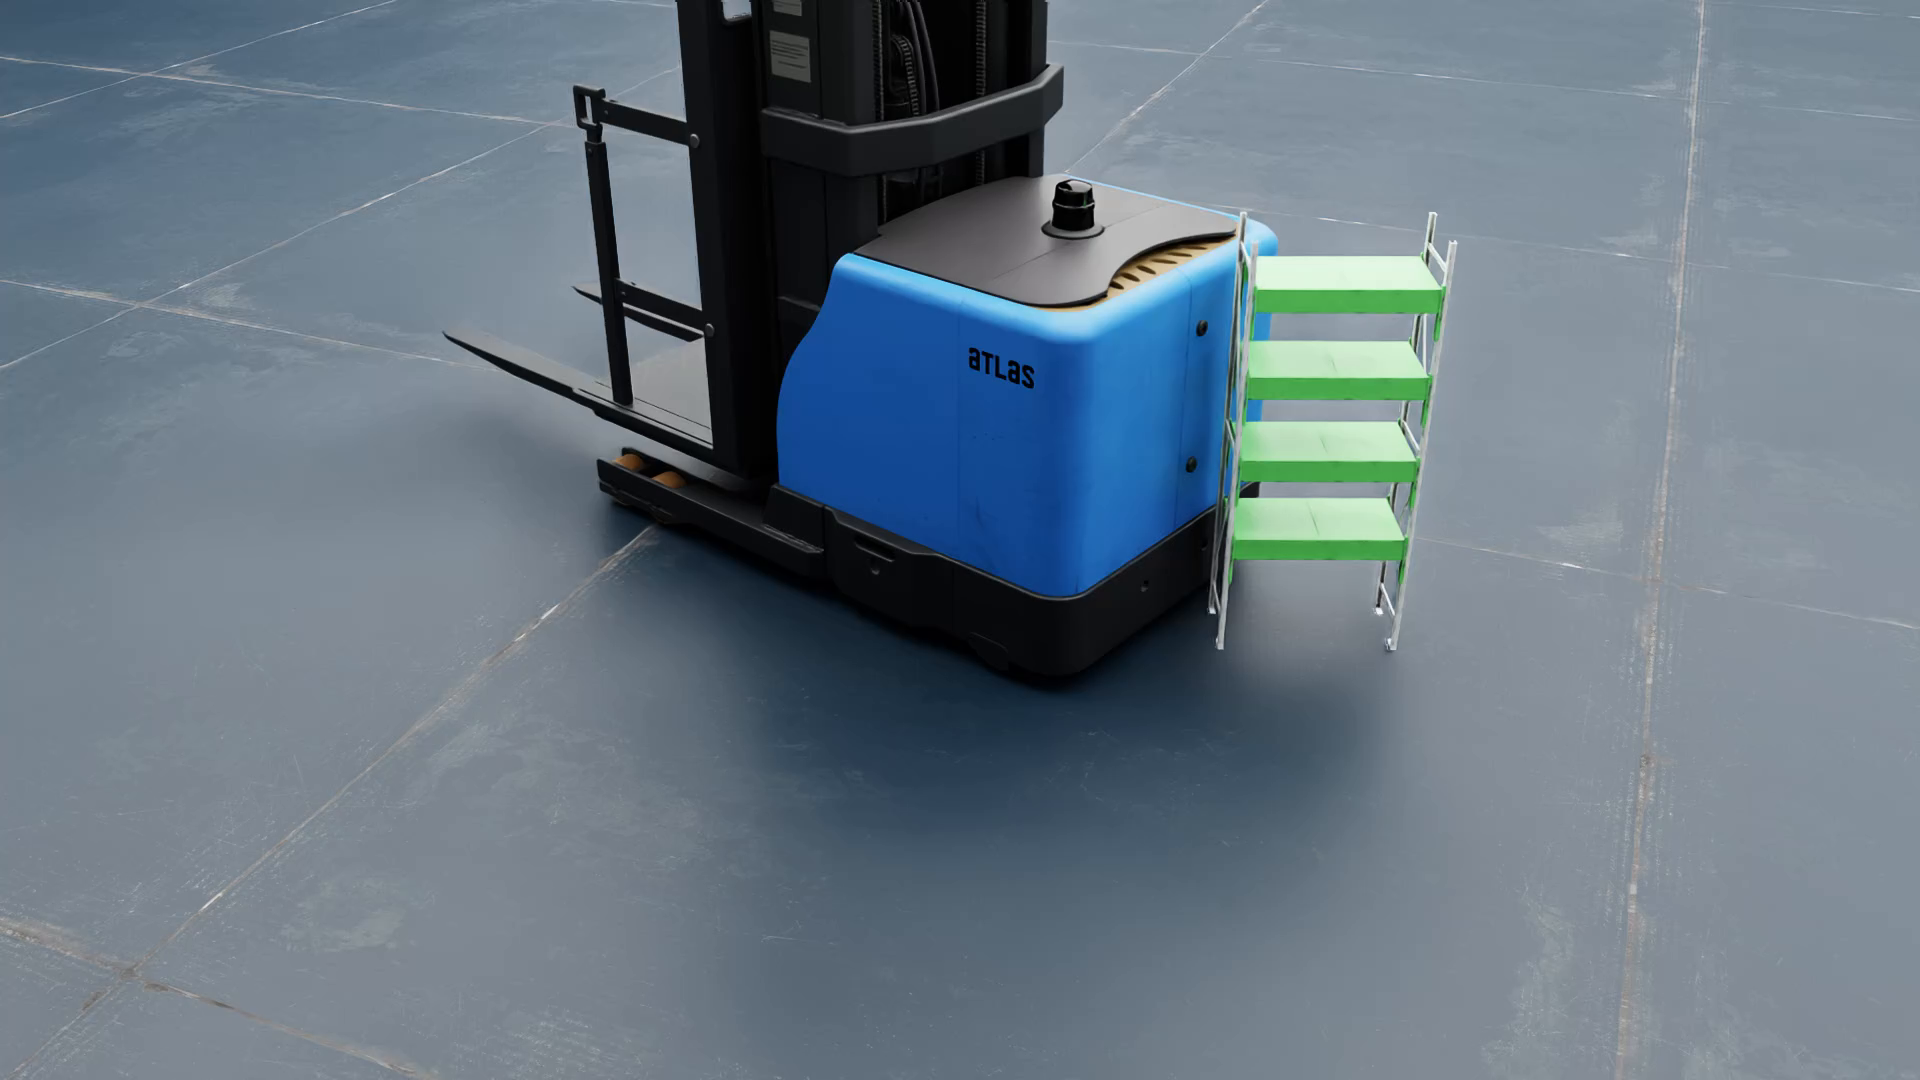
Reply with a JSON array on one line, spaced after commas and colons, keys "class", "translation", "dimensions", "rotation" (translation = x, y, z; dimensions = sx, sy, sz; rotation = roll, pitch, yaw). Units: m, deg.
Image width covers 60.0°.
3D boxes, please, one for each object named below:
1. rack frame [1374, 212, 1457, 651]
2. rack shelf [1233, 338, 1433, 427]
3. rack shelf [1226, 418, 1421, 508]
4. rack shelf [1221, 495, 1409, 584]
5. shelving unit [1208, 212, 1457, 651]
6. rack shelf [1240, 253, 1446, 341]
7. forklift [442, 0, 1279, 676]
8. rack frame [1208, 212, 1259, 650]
[{"class": "rack frame", "translation": [1.223, -0.268, 4.500], "dimensions": [0.015, 1.200, 0.240], "rotation": [0, 29, 1]}, {"class": "rack shelf", "translation": [0.979, -0.422, 4.417], "dimensions": [0.480, 0.148, 0.258], "rotation": [0, 29, 1]}, {"class": "rack shelf", "translation": [0.980, -0.213, 4.535], "dimensions": [0.480, 0.148, 0.258], "rotation": [0, 29, 1]}, {"class": "rack shelf", "translation": [0.981, -0.004, 4.653], "dimensions": [0.480, 0.148, 0.258], "rotation": [0, 29, 1]}, {"class": "shelving unit", "translation": [0.979, -0.269, 4.504], "dimensions": [0.503, 1.200, 0.258], "rotation": [0, 29, 1]}, {"class": "rack shelf", "translation": [0.978, -0.631, 4.299], "dimensions": [0.480, 0.148, 0.258], "rotation": [0, 29, 1]}, {"class": "forklift", "translation": [-0.550, -1.504, 4.932], "dimensions": [3.031, 2.935, 1.130], "rotation": [22, 36, 34]}, {"class": "rack frame", "translation": [0.735, -0.270, 4.508], "dimensions": [0.015, 1.200, 0.240], "rotation": [0, 29, 1]}]
